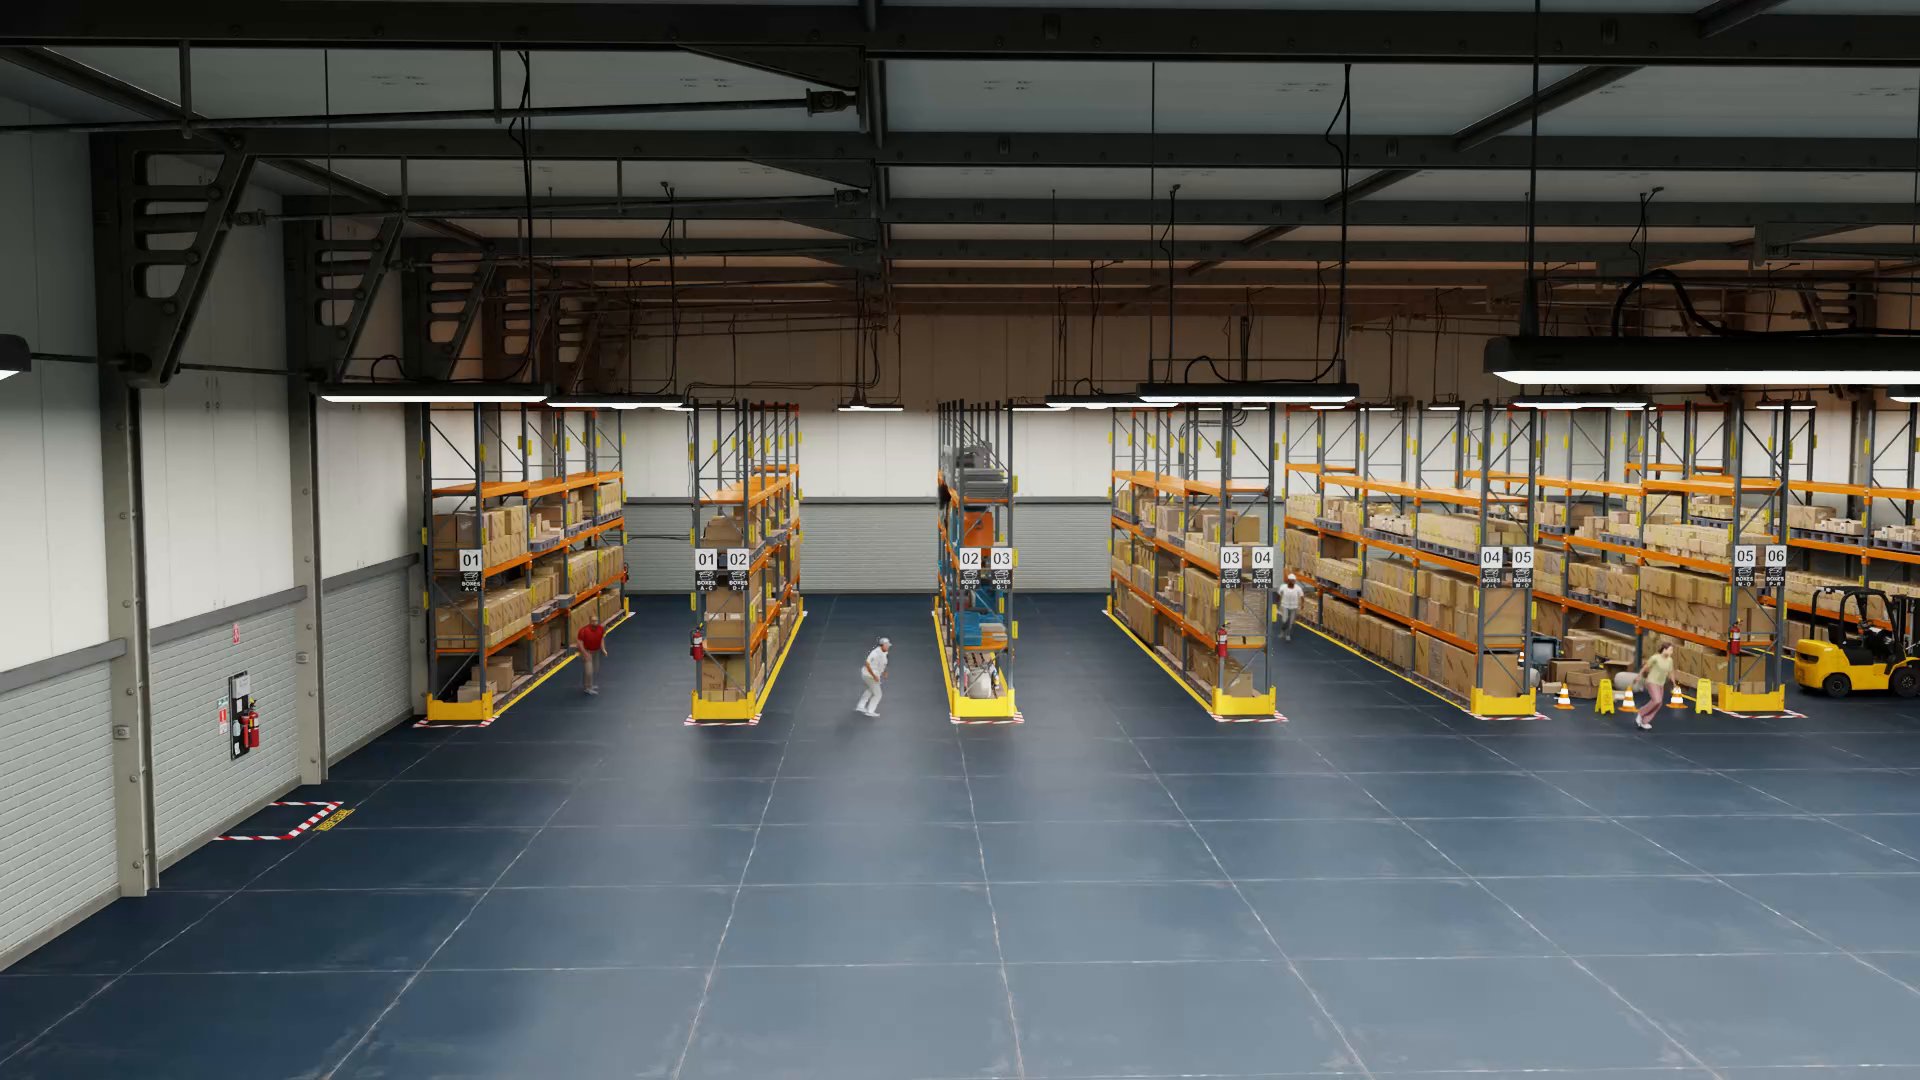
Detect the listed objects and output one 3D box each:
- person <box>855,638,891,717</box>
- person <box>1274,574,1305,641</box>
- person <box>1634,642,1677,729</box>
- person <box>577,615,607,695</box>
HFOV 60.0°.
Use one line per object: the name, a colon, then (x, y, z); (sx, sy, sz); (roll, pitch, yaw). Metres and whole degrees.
person: (-1.643, 2.585, 31.531); (0.865, 1.525, 0.676); (1, 5, 16)
person: (8.264, 1.694, 41.660); (0.709, 1.713, 0.787); (0, 4, 6)
person: (12.636, 2.634, 30.192); (0.599, 1.572, 0.666); (-2, 5, -24)
person: (-7.590, 2.330, 34.016); (0.786, 1.675, 0.677); (4, 6, 40)
